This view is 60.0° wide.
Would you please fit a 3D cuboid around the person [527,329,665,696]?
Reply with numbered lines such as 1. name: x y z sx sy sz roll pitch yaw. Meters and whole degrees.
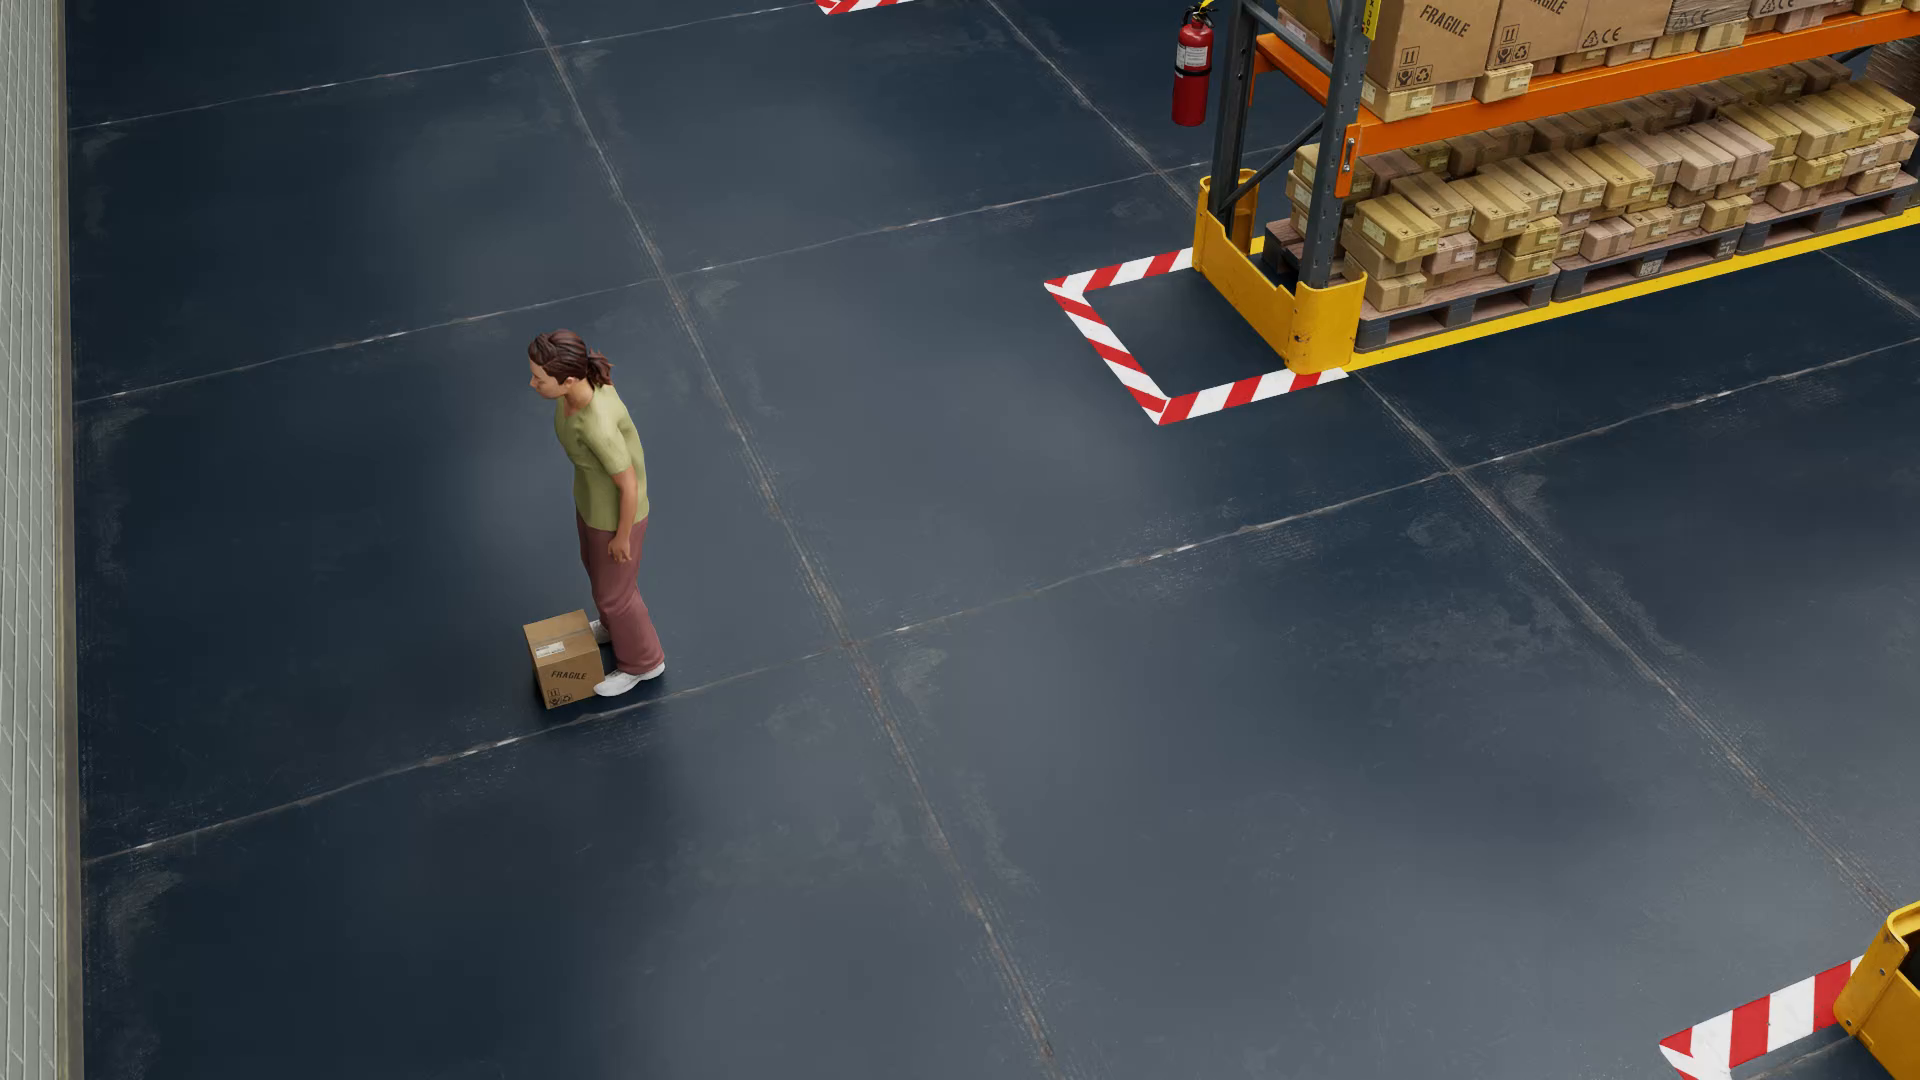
1. person: -1.362 -0.117 6.292 0.367 1.671 0.512 -18 45 -19
